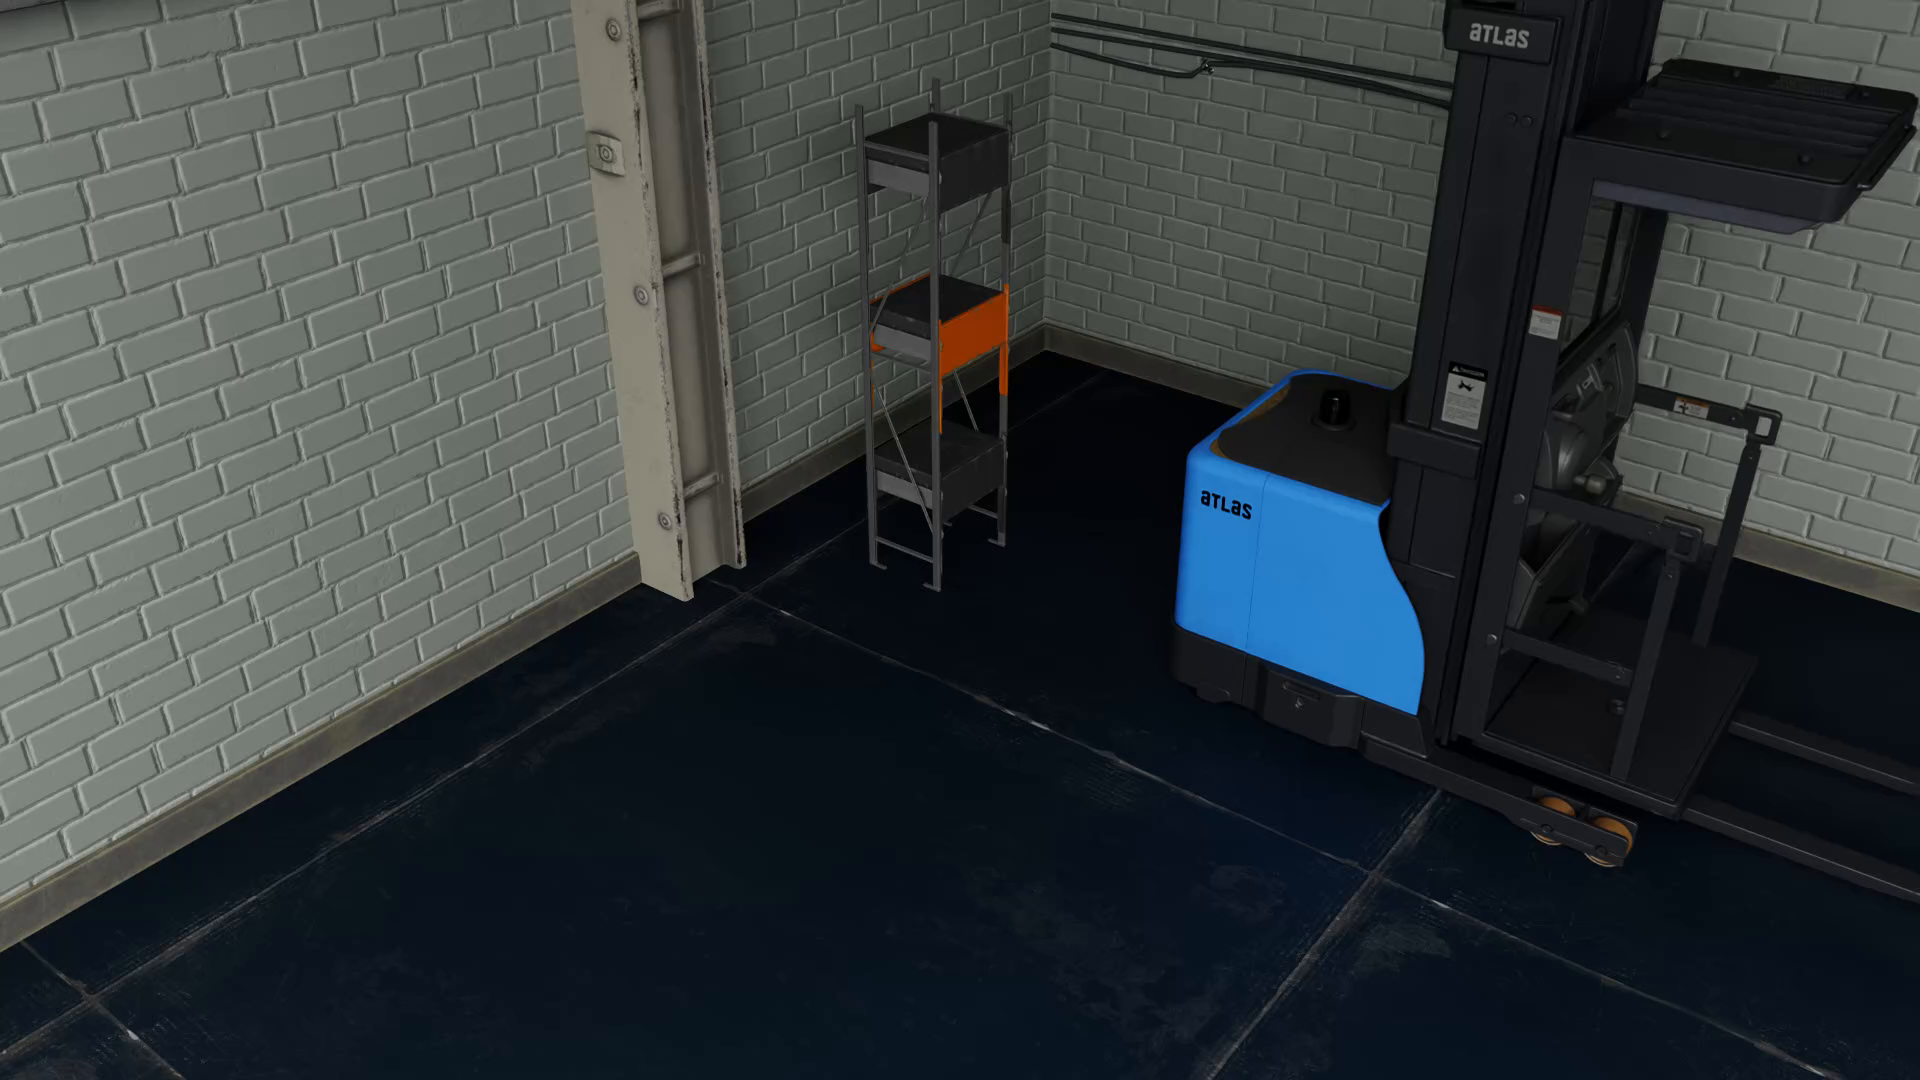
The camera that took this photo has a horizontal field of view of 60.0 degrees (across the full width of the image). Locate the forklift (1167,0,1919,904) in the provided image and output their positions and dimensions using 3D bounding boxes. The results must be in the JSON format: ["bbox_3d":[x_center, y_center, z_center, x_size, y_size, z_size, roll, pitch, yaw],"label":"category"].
[{"bbox_3d":[2.328,-0.427,5.596,3.031,2.935,1.130,20,36,30],"label":"forklift"}]

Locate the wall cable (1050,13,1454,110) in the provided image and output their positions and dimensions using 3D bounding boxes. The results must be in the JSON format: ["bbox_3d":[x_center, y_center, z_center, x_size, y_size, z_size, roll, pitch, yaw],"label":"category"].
[{"bbox_3d":[1.626,-3.182,7.339,3.097,2.526,0.112,21,37,31],"label":"wall cable"}]

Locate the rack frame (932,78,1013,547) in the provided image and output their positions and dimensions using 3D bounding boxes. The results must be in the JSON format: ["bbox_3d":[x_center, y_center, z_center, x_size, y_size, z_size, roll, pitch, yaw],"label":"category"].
[{"bbox_3d":[0.047,-0.935,7.268,0.400,2.100,0.015,21,37,31],"label":"rack frame"}]

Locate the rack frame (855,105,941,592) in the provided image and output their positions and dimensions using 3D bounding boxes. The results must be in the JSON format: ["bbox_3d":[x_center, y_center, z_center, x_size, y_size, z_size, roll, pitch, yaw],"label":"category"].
[{"bbox_3d":[-0.247,-0.737,6.934,0.400,2.100,0.015,21,37,31],"label":"rack frame"}]

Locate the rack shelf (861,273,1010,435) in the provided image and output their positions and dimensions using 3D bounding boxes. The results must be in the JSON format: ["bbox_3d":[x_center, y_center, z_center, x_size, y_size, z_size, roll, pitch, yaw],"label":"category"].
[{"bbox_3d":[-0.100,-0.824,7.108,0.431,0.518,0.480,21,37,31],"label":"rack shelf"}]

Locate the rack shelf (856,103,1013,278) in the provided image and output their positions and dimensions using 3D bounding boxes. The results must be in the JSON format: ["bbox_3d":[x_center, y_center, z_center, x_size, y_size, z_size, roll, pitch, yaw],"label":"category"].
[{"bbox_3d":[-0.100,-1.426,6.751,0.431,0.518,0.480,21,37,31],"label":"rack shelf"}]

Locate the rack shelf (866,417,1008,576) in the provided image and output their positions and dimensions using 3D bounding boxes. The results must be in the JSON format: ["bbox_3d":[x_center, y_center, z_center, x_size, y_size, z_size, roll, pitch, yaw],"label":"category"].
[{"bbox_3d":[-0.100,-0.222,7.465,0.431,0.518,0.480,21,37,31],"label":"rack shelf"}]

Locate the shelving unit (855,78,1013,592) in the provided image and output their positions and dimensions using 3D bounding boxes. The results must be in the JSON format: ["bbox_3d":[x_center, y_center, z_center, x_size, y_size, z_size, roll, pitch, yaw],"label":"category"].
[{"bbox_3d":[-0.100,-0.836,7.101,0.431,2.100,0.503,21,37,31],"label":"shelving unit"}]

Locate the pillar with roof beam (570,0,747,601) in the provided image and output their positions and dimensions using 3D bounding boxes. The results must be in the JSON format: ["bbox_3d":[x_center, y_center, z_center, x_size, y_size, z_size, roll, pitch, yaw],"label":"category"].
[{"bbox_3d":[2.225,-2.403,2.978,9.100,9.000,0.400,21,37,31],"label":"pillar with roof beam"}]
